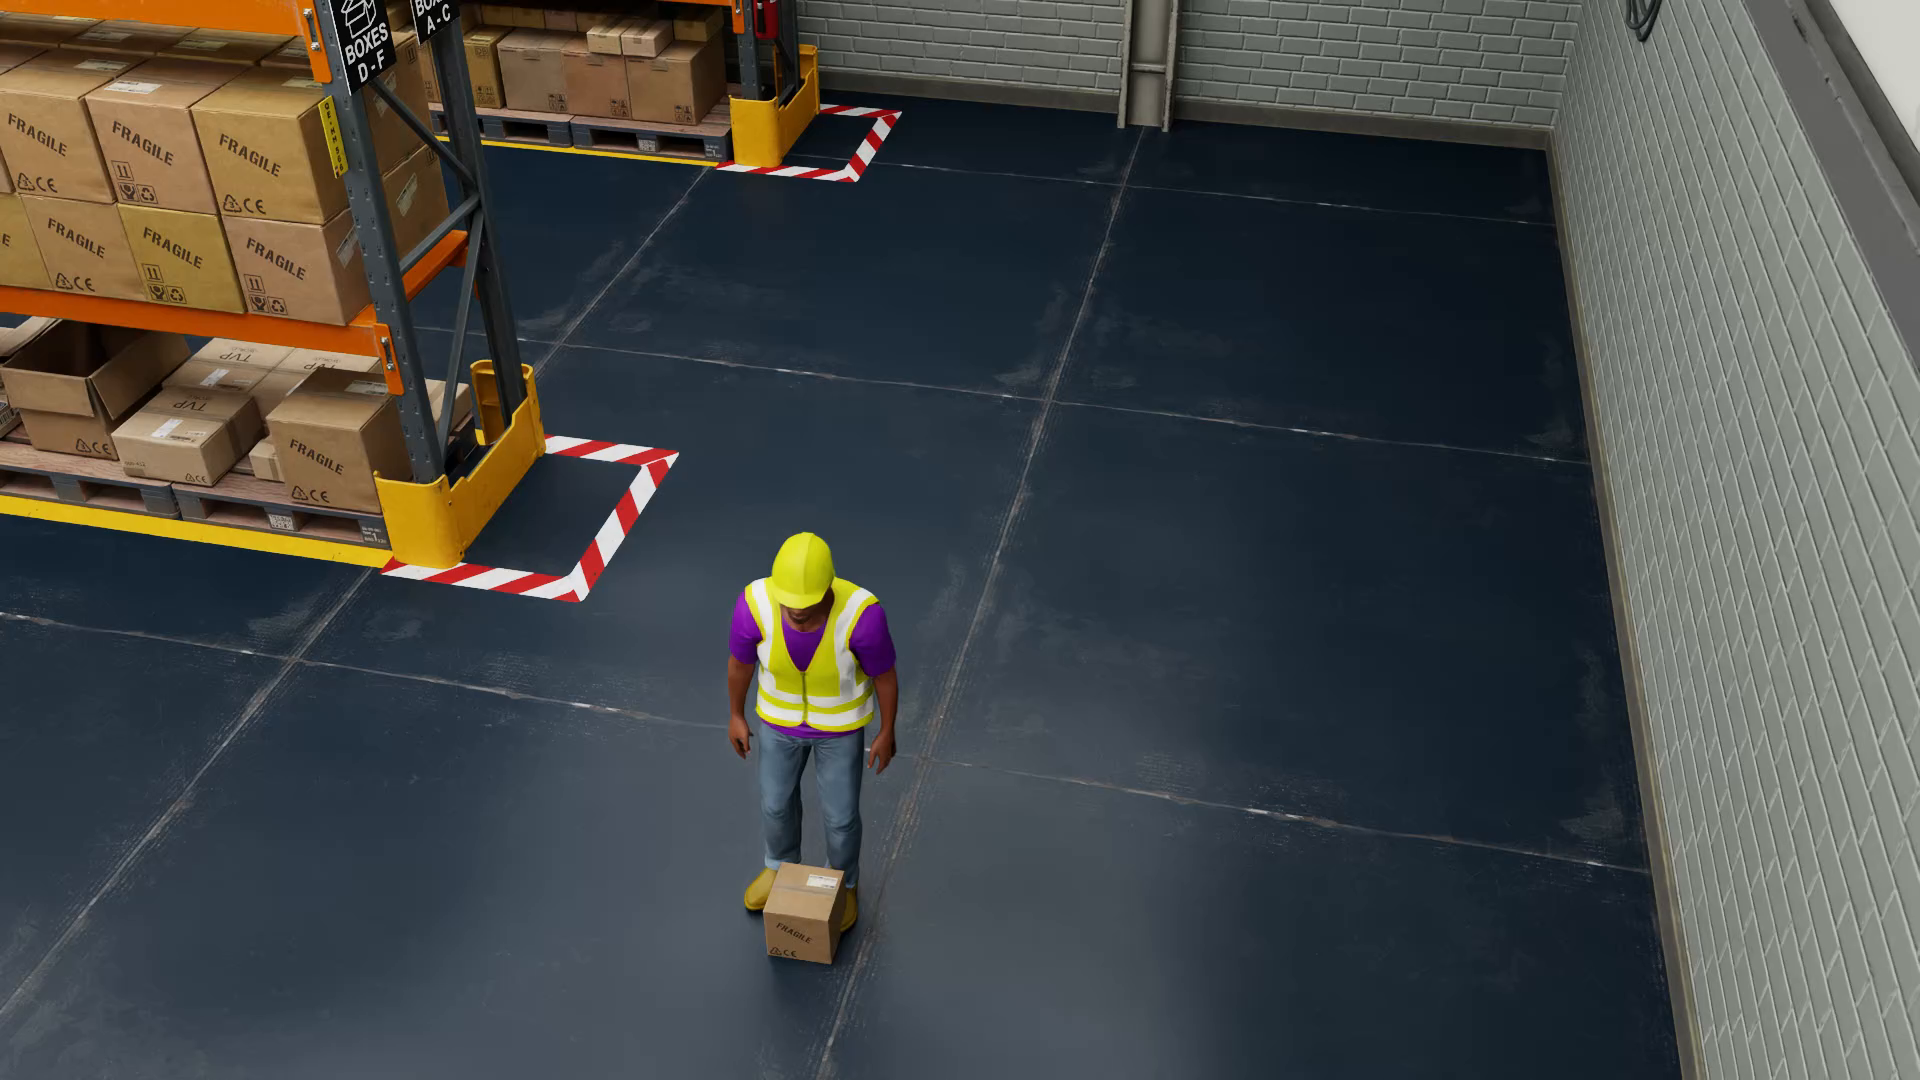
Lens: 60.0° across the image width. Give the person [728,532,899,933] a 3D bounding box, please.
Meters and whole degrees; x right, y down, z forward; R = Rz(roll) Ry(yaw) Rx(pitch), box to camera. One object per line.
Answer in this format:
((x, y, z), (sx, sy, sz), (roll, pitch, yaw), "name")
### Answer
((-0.538, 0.671, 6.040), (0.629, 1.759, 0.461), (6, 37, 7), "person")
